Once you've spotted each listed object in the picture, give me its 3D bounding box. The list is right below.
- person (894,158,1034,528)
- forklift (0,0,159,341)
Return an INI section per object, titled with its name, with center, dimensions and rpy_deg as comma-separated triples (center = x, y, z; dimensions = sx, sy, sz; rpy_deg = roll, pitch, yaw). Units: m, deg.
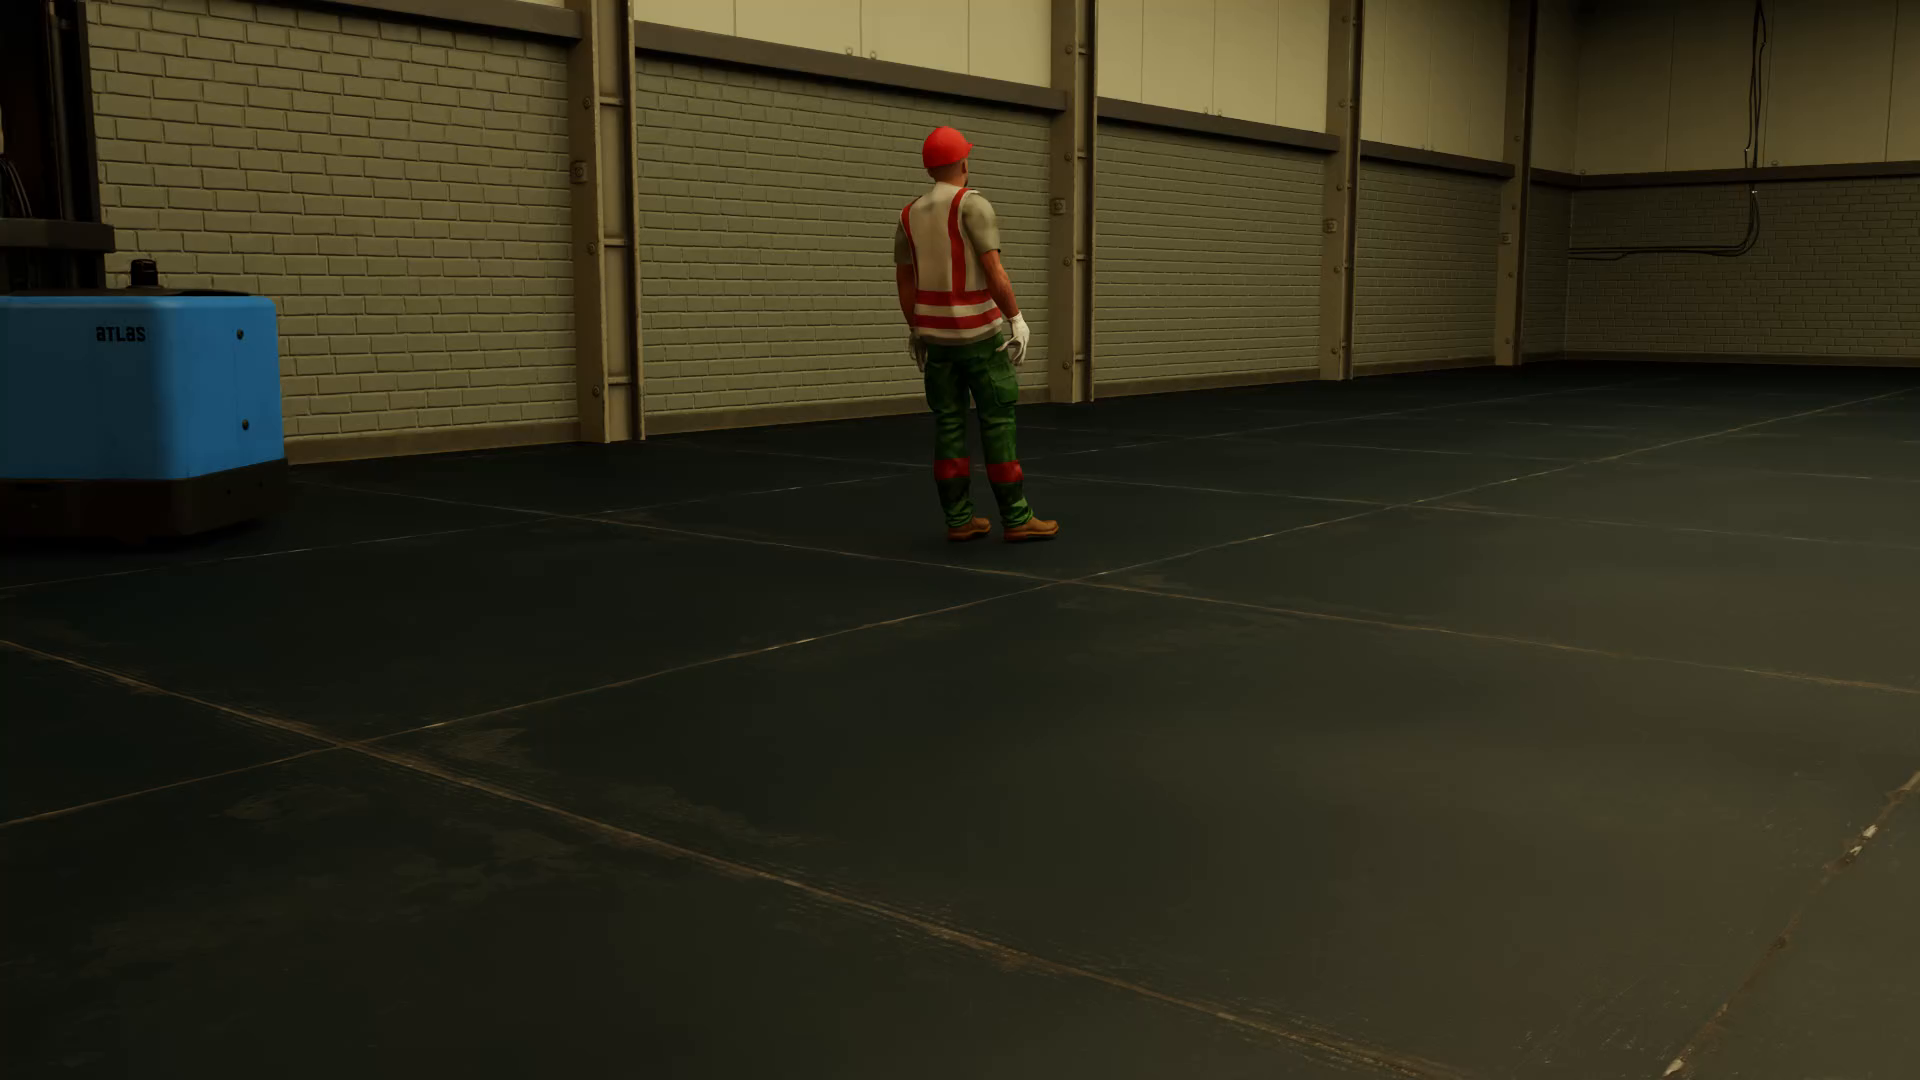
[person]
center = 0.015, -0.894, 7.276
dimensions = 0.638, 1.689, 0.421
rpy_deg = 7, 11, 38
[forklift]
center = -4.737, -1.481, 7.406
dimensions = 3.031, 2.935, 1.121
rpy_deg = 0, 8, 3
